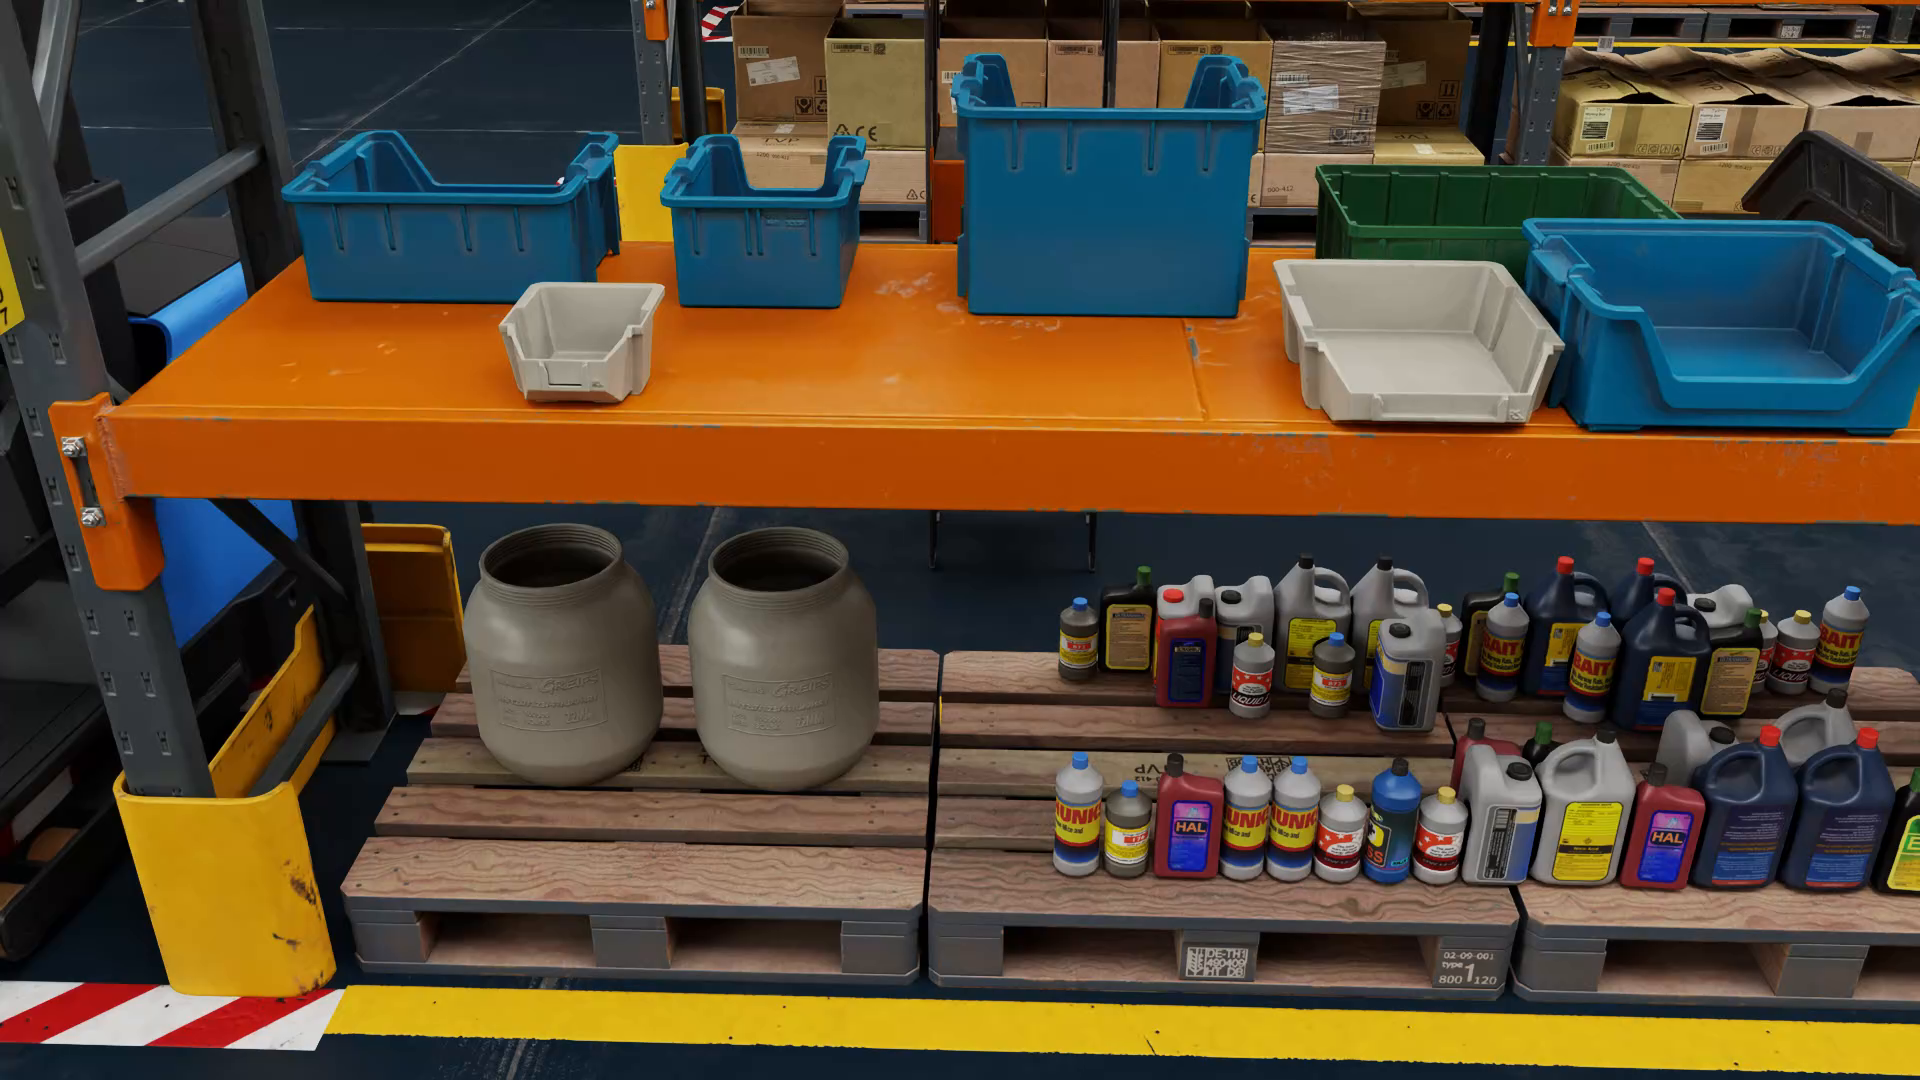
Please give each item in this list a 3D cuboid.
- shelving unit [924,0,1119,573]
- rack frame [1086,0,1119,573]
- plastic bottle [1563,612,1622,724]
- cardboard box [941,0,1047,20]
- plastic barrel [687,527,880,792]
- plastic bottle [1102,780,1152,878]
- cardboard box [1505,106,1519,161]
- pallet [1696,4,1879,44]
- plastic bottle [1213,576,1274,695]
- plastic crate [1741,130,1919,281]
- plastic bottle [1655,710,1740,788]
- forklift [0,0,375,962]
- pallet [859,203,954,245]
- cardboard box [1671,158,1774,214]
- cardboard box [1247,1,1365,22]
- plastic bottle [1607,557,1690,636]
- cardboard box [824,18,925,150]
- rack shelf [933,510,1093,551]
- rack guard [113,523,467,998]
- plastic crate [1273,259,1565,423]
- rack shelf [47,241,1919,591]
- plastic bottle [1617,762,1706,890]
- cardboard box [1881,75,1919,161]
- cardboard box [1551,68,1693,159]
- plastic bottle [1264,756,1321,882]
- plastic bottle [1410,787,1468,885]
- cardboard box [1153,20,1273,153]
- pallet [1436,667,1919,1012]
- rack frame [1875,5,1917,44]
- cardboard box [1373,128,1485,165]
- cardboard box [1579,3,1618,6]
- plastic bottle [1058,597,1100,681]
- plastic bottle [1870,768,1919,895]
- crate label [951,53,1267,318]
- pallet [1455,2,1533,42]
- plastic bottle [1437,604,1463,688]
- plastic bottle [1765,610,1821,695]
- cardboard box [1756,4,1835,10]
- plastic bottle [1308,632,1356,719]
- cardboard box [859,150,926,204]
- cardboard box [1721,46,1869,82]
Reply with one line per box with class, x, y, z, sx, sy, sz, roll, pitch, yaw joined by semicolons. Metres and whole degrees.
shelving unit;0.165;-0.925;4.753;0.503;2.100;0.431;1;28;2
rack frame;0.409;-0.921;4.745;0.015;2.100;0.400;1;28;2
plastic bottle;1.500;0.295;3.935;0.097;0.271;0.097;0;28;0
cardboard box;0.169;-2.370;8.206;0.500;0.500;0.500;1;28;2
plastic barrel;-0.395;0.268;3.750;0.421;0.512;0.421;0;28;0
plastic bottle;0.348;0.590;3.452;0.097;0.201;0.097;0;28;0
cardboard box;3.044;-1.981;8.272;0.500;0.250;0.500;1;28;1
pallet;6.007;-3.916;12.411;1.213;0.211;1.003;1;28;2
plastic bottle;0.684;0.224;4.063;0.135;0.276;0.152;0;28;0
plastic crate;1.922;-0.604;3.253;0.504;0.338;0.767;1;28;2
plastic bottle;1.576;0.497;3.548;0.135;0.276;0.152;1;28;2
forklift;-2.483;-0.575;3.206;1.130;2.935;3.031;4;28;7
pallet;-0.612;-1.723;8.274;1.213;0.211;1.003;1;28;2
cardboard box;3.525;-1.721;7.780;0.500;0.250;0.500;2;28;3
cardboard box;1.667;-2.342;8.153;0.500;0.500;0.500;1;28;2
plastic bottle;1.649;0.205;4.019;0.185;0.351;0.144;2;28;3
cardboard box;-0.350;-2.129;7.751;0.500;0.500;0.500;1;28;2
rack shelf;0.165;-0.294;5.087;0.480;0.518;0.431;1;28;2
rack guard;-1.479;0.454;3.859;0.348;0.500;1.175;1;28;2
plastic crate;0.809;-0.355;2.998;0.437;0.136;0.530;1;28;2
rack shelf;0.442;-0.278;3.340;4.000;0.370;1.077;1;28;2
plastic bottle;1.431;0.581;3.383;0.133;0.283;0.061;3;28;5
cardboard box;4.560;-1.952;7.618;0.500;0.311;0.500;2;28;3
cardboard box;3.024;-1.977;7.665;0.500;0.311;0.500;1;28;2
plastic bottle;0.687;0.565;3.425;0.097;0.271;0.097;0;28;0
plastic bottle;0.992;0.601;3.432;0.097;0.201;0.097;0;28;0
cardboard box;1.149;-2.109;7.713;0.500;0.500;0.500;1;28;2
pallet;1.771;0.638;3.820;1.213;0.211;1.003;1;28;2
rack frame;6.788;-5.134;11.733;0.127;3.000;1.000;1;28;2
cardboard box;2.149;-1.758;7.850;0.500;0.250;0.500;1;28;2
cardboard box;4.554;-4.273;12.308;0.500;0.500;0.700;1;28;2
plastic bottle;0.295;0.238;4.116;0.097;0.201;0.097;0;28;0
plastic bottle;1.949;0.589;3.366;0.133;0.283;0.061;2;28;4
crate label;0.293;-0.741;3.407;0.616;0.435;0.502;1;28;2
pallet;3.569;-3.956;12.487;1.213;0.211;1.003;1;28;2
plastic bottle;1.178;0.253;4.089;0.097;0.201;0.097;0;28;0
plastic bottle;2.037;0.267;4.062;0.097;0.201;0.097;0;28;0
cardboard box;6.067;-4.212;12.191;0.500;0.500;0.700;1;28;3
plastic bottle;0.889;0.315;3.970;0.097;0.201;0.097;0;28;0
cardboard box;-0.350;-1.799;7.928;0.500;0.250;0.500;1;28;2
cardboard box;4.053;-2.212;8.110;0.500;0.311;0.500;1;28;2
